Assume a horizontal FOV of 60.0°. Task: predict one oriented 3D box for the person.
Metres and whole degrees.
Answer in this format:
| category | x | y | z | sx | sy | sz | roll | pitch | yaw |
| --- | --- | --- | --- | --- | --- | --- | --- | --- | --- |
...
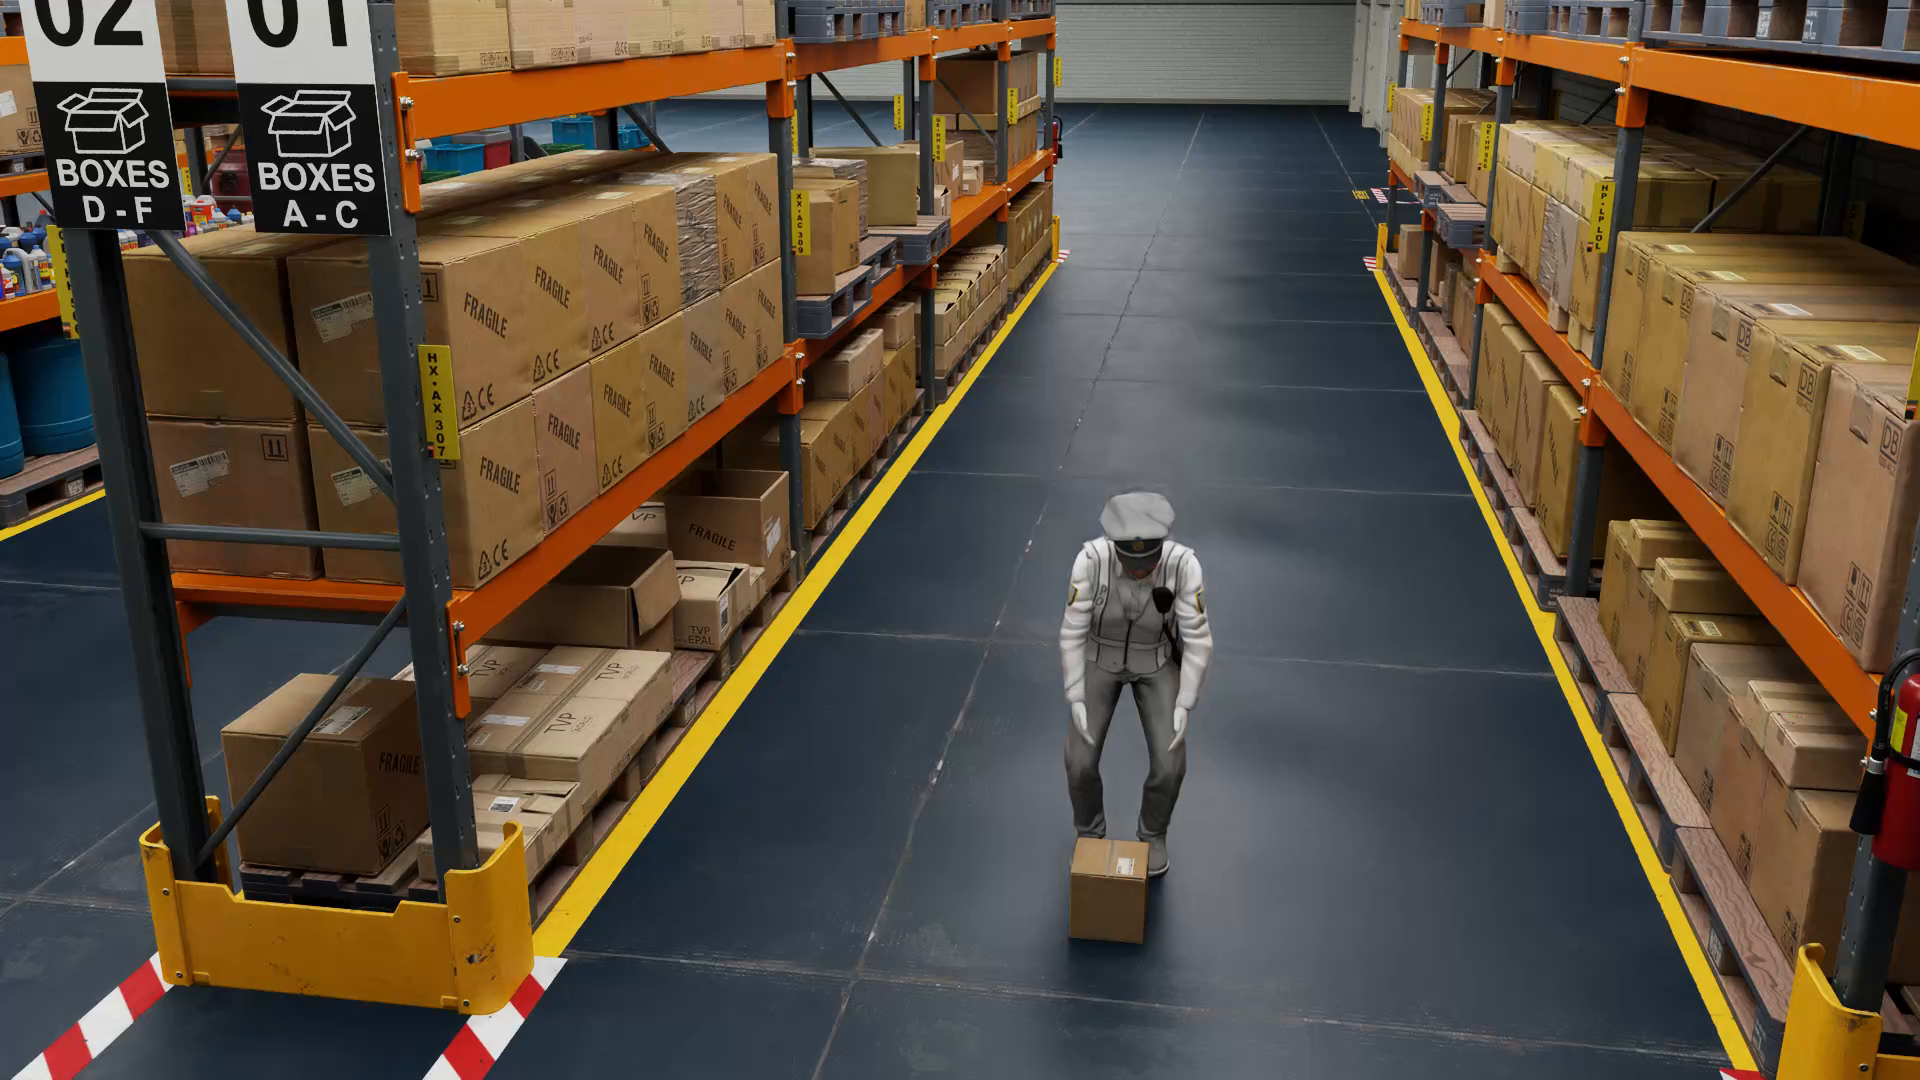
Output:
| category | x | y | z | sx | sy | sz | roll | pitch | yaw |
| --- | --- | --- | --- | --- | --- | --- | --- | --- | --- |
| person | 0.617 | 0.501 | 5.869 | 0.533 | 1.455 | 0.654 | 3 | 18 | 9 |
